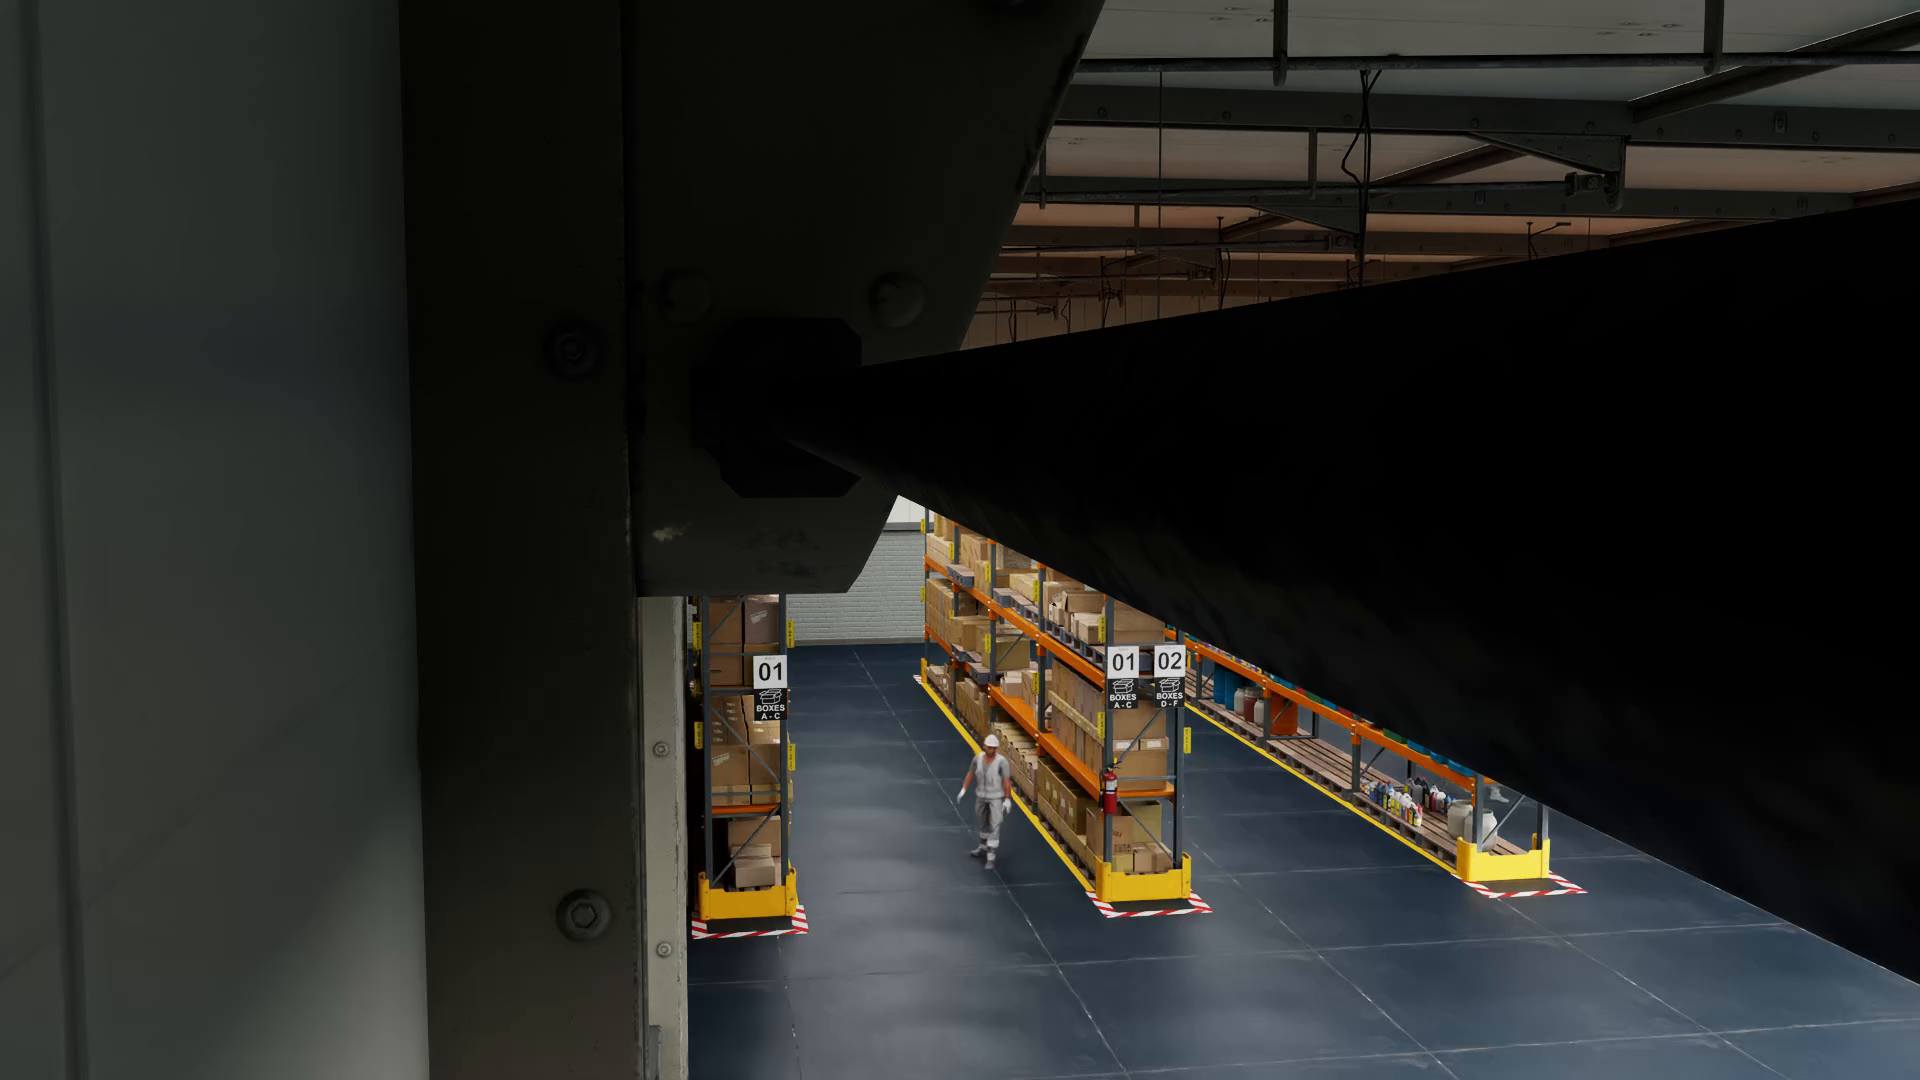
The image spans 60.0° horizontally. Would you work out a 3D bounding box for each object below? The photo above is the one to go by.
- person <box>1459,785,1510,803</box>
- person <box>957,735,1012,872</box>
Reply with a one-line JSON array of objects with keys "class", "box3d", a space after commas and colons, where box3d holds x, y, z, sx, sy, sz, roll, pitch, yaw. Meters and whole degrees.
[{"class": "person", "box3d": [8.128, 3.173, 25.815, 0.862, 1.752, 0.642, 4, 7, 41]}, {"class": "person", "box3d": [0.343, 3.485, 22.382, 0.747, 1.780, 0.764, 2, 6, 26]}]
